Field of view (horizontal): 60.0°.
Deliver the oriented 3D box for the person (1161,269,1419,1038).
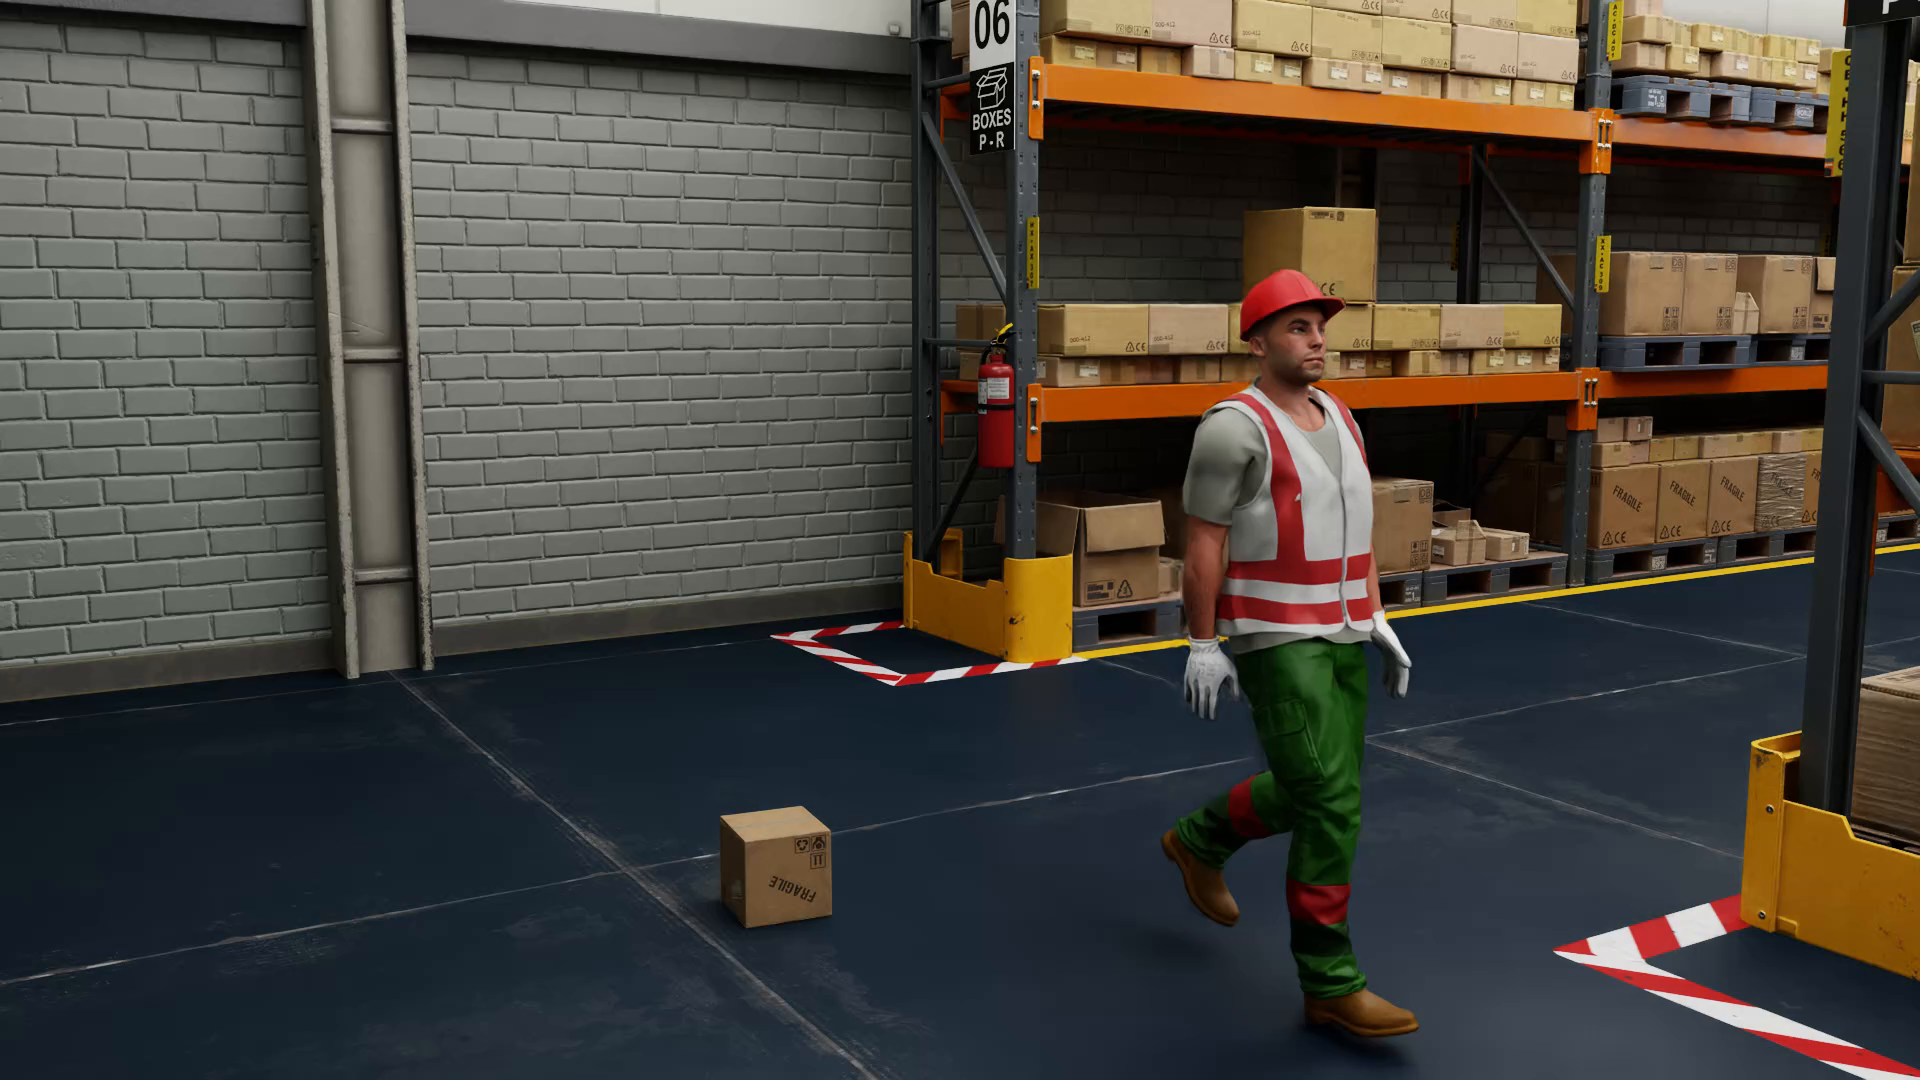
[{"bbox_3d":[0.790,0.236,4.021,0.531,1.760,0.900,-7,11,-41],"label":"person"}]
